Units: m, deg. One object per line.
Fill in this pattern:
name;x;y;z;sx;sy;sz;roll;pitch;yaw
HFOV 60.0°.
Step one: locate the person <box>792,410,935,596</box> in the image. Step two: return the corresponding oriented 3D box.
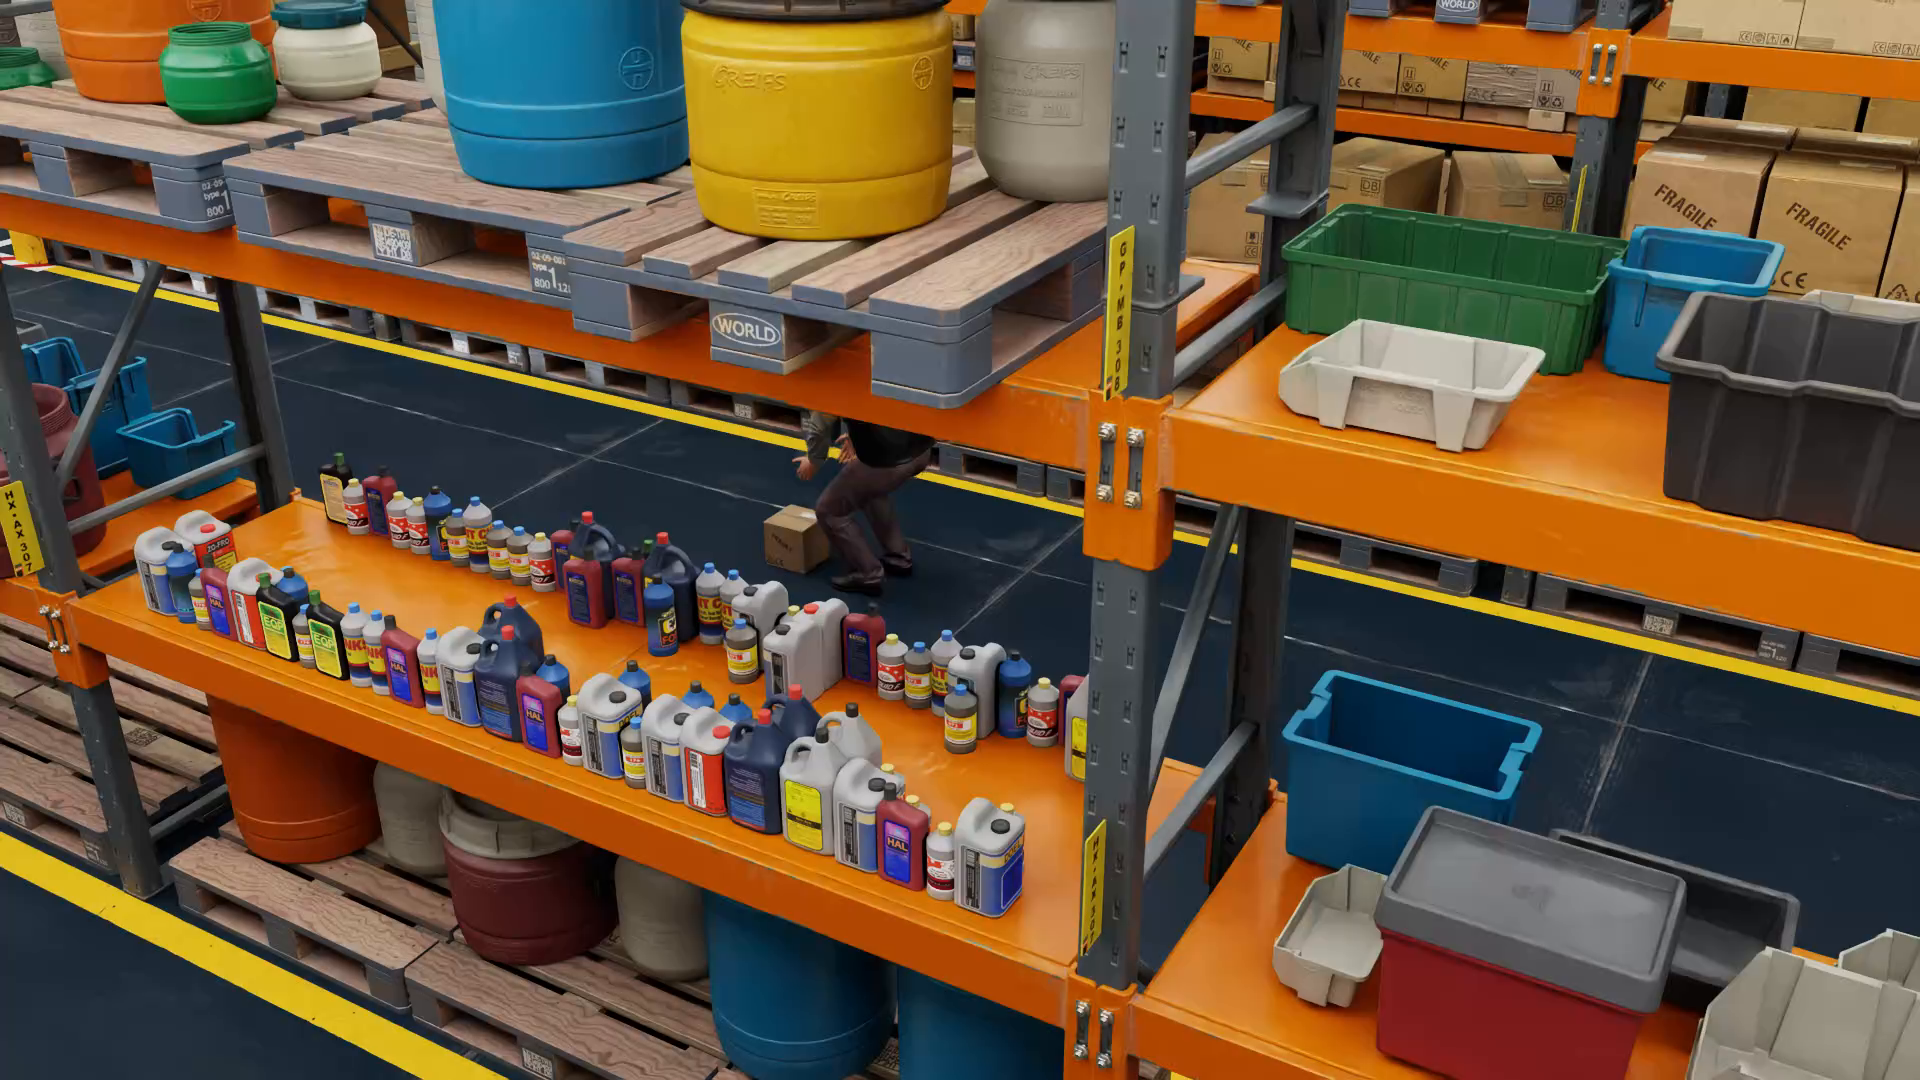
person;-0.487;-0.435;8.323;0.670;1.461;0.590;14;30;26
